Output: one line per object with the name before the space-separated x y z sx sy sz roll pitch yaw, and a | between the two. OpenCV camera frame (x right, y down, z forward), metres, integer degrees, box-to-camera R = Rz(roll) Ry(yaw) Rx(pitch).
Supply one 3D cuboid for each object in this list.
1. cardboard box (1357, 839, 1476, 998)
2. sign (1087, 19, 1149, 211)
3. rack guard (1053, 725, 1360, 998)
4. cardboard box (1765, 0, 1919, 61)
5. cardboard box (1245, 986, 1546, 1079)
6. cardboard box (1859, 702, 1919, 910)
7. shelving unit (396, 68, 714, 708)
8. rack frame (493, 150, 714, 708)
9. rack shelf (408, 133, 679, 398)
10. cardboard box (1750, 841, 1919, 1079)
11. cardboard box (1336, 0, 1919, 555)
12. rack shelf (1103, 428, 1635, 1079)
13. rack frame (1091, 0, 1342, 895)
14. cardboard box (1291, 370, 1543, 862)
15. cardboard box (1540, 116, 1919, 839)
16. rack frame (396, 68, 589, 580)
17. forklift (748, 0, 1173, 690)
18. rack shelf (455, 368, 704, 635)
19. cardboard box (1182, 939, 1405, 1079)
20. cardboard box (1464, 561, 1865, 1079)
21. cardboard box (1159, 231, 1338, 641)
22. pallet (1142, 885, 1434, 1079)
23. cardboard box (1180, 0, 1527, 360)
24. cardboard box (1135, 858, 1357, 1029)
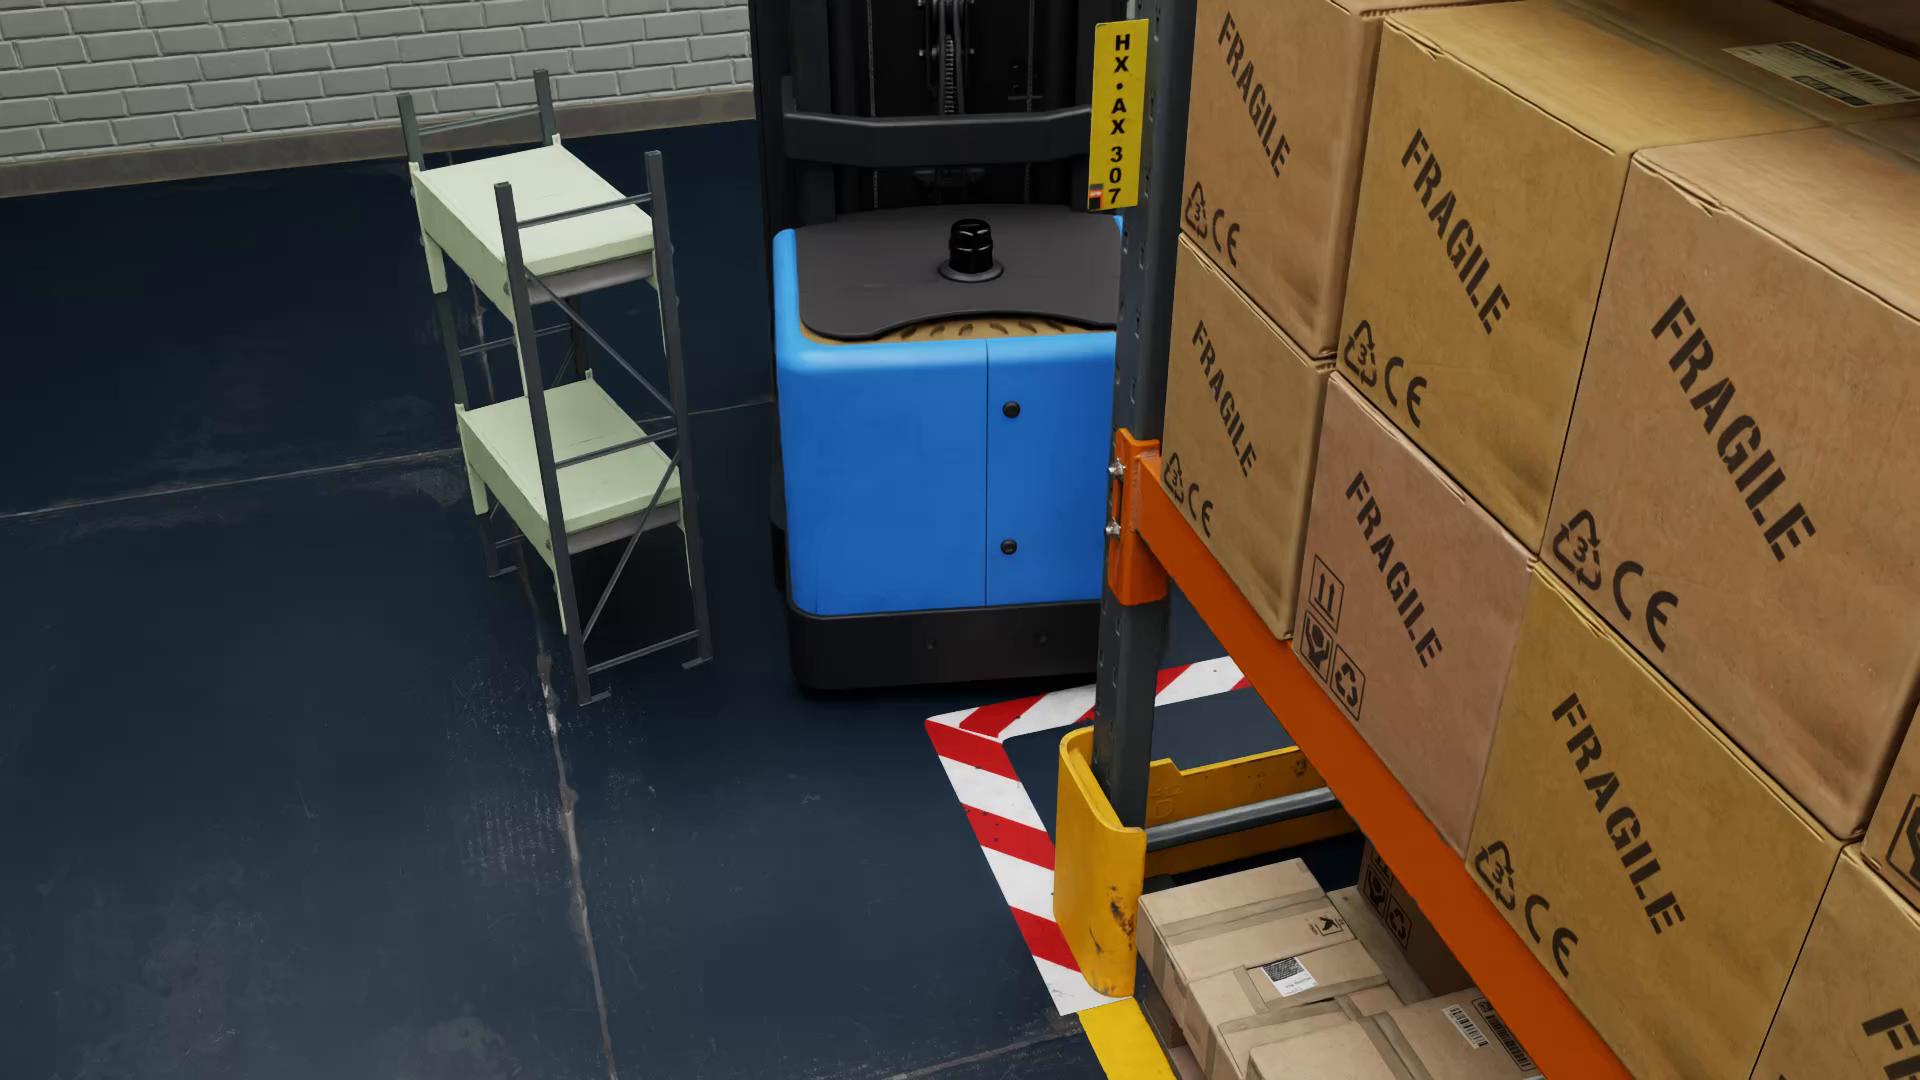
cardboard box | 1.188 0.653 3.409 0.500 0.500 0.500 -10 35 -15
sign | 0.271 -0.720 2.833 0.100 0.325 0.005 -10 35 -15
rack guard | 0.811 0.633 3.839 1.175 0.500 0.348 -10 35 -15
cardboard box | 1.340 -0.456 2.222 0.500 0.500 0.500 -9 35 -13
cardboard box | 0.836 1.109 2.945 0.500 0.250 0.500 -10 35 -15
cardboard box | 1.143 0.172 1.272 0.500 0.500 0.500 -10 35 -15
shelving unit | -1.073 -0.400 4.494 0.431 1.500 0.755 -19 38 -27
rack frame | -0.876 -0.229 4.237 0.400 1.500 0.023 -19 38 -27
rack shelf | -1.073 -0.725 4.279 0.431 0.370 0.720 -19 38 -27
cardboard box | 1.136 0.582 1.557 0.500 0.500 0.500 -10 35 -14
cardboard box | 0.839 -0.358 2.074 0.500 0.500 0.500 -10 35 -14
rack shelf | 1.398 0.900 1.819 1.077 0.370 4.000 -10 35 -15
rack frame | 0.788 -0.450 3.210 1.000 3.000 0.127 -10 35 -15
cardboard box | 0.835 0.056 2.354 0.500 0.500 0.500 -10 35 -15
cardboard box | 0.987 -0.095 1.675 0.500 0.500 0.500 -10 35 -14
rack frame | -1.270 -0.570 4.751 0.400 1.500 0.023 -19 38 -27
forklift | -0.090 -1.611 5.029 1.130 2.935 3.031 -3 34 -5
rack shelf | -1.073 -0.128 4.674 0.431 0.370 0.720 -19 38 -27
cardboard box | 0.665 0.957 3.251 0.380 0.166 0.250 -10 35 -15
cardboard box | 0.985 0.320 1.955 0.500 0.500 0.500 -10 35 -15
cardboard box | 0.672 -0.214 2.763 0.500 0.500 0.500 -9 35 -14
pallet | 1.055 1.172 3.285 1.003 0.211 1.213 -10 35 -15
cardboard box | 0.672 -0.632 2.487 0.500 0.500 0.500 -9 35 -13
cardboard box | 0.588 0.834 3.455 0.380 0.149 0.250 -10 35 -15
